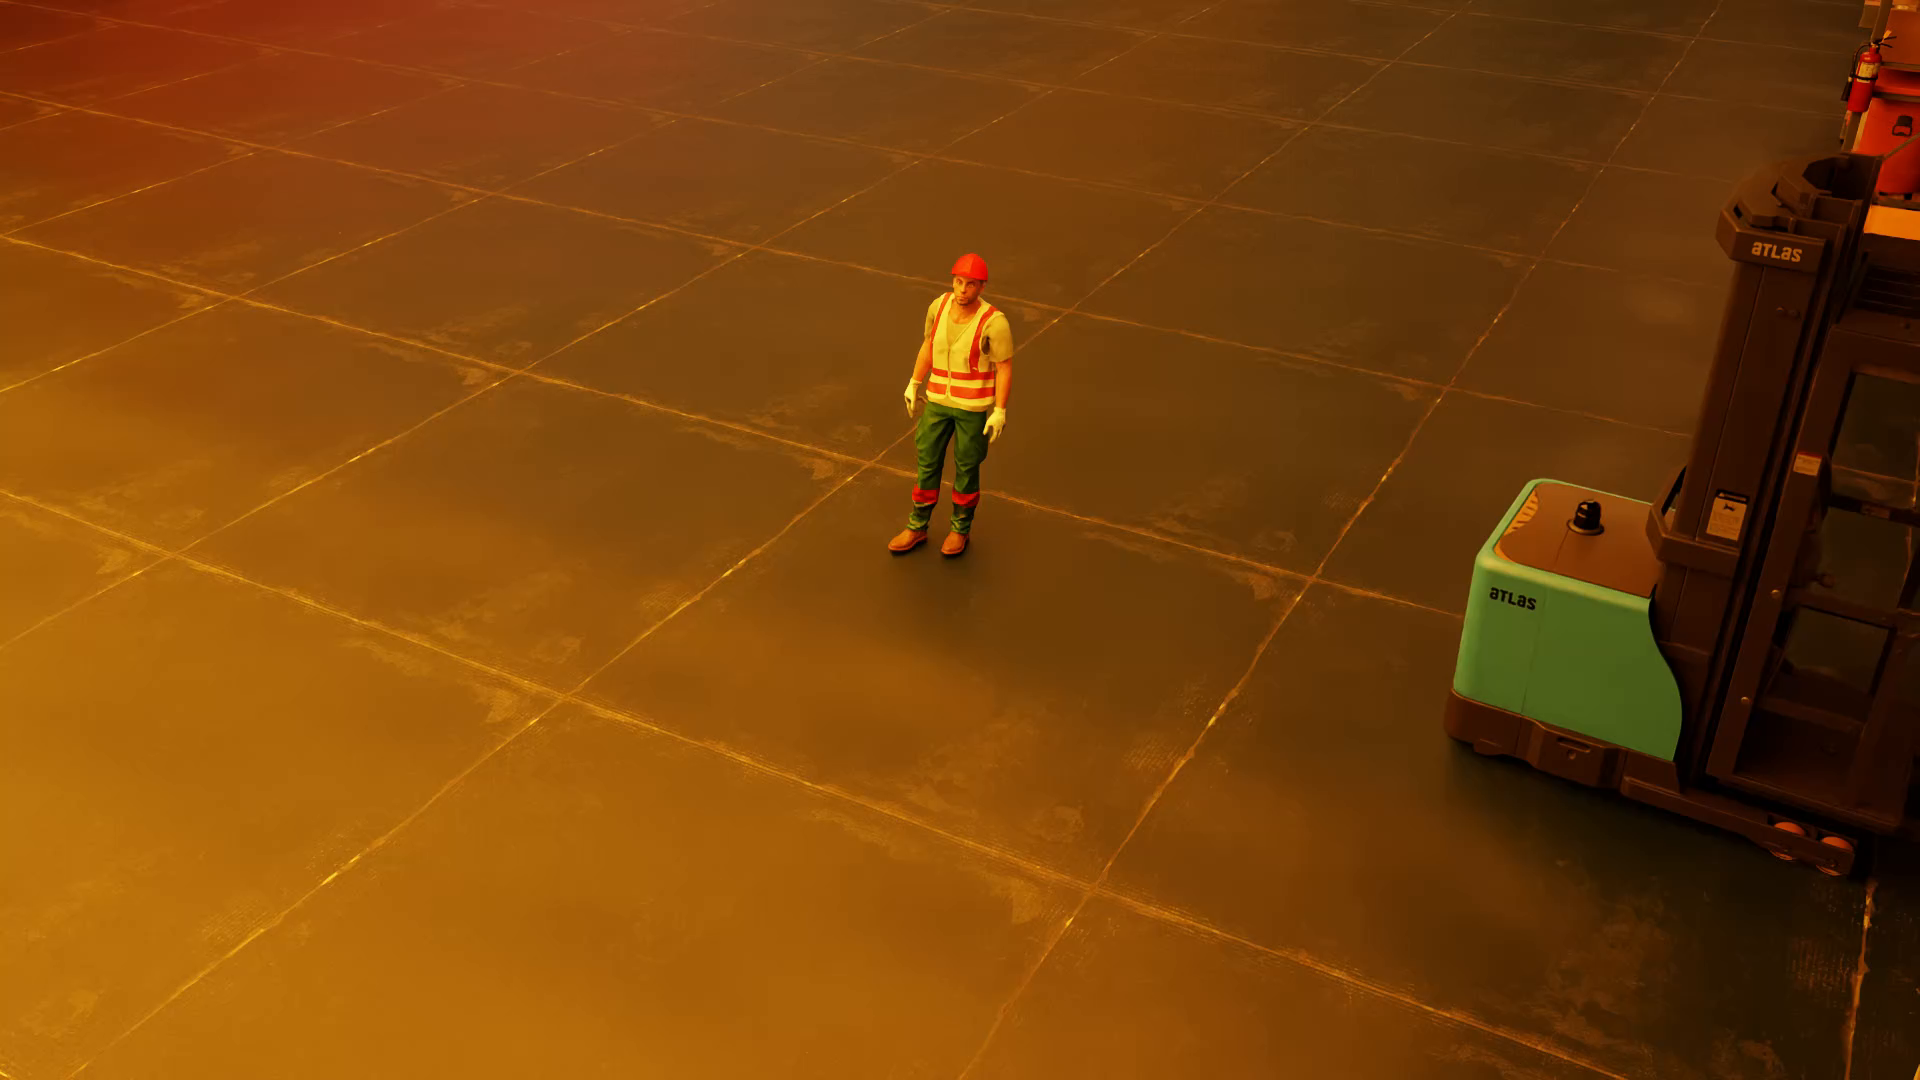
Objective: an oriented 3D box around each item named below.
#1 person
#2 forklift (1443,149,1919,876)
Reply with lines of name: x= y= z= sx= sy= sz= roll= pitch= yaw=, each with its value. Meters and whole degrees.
person: x=-0.050 y=-0.749 z=9.496 sx=0.637 sy=1.790 sz=0.562 roll=15 pitch=33 yaw=25
forklift: x=3.919 y=-0.080 z=7.209 sx=3.031 sy=2.935 sz=1.130 roll=17 pitch=34 yaw=27
